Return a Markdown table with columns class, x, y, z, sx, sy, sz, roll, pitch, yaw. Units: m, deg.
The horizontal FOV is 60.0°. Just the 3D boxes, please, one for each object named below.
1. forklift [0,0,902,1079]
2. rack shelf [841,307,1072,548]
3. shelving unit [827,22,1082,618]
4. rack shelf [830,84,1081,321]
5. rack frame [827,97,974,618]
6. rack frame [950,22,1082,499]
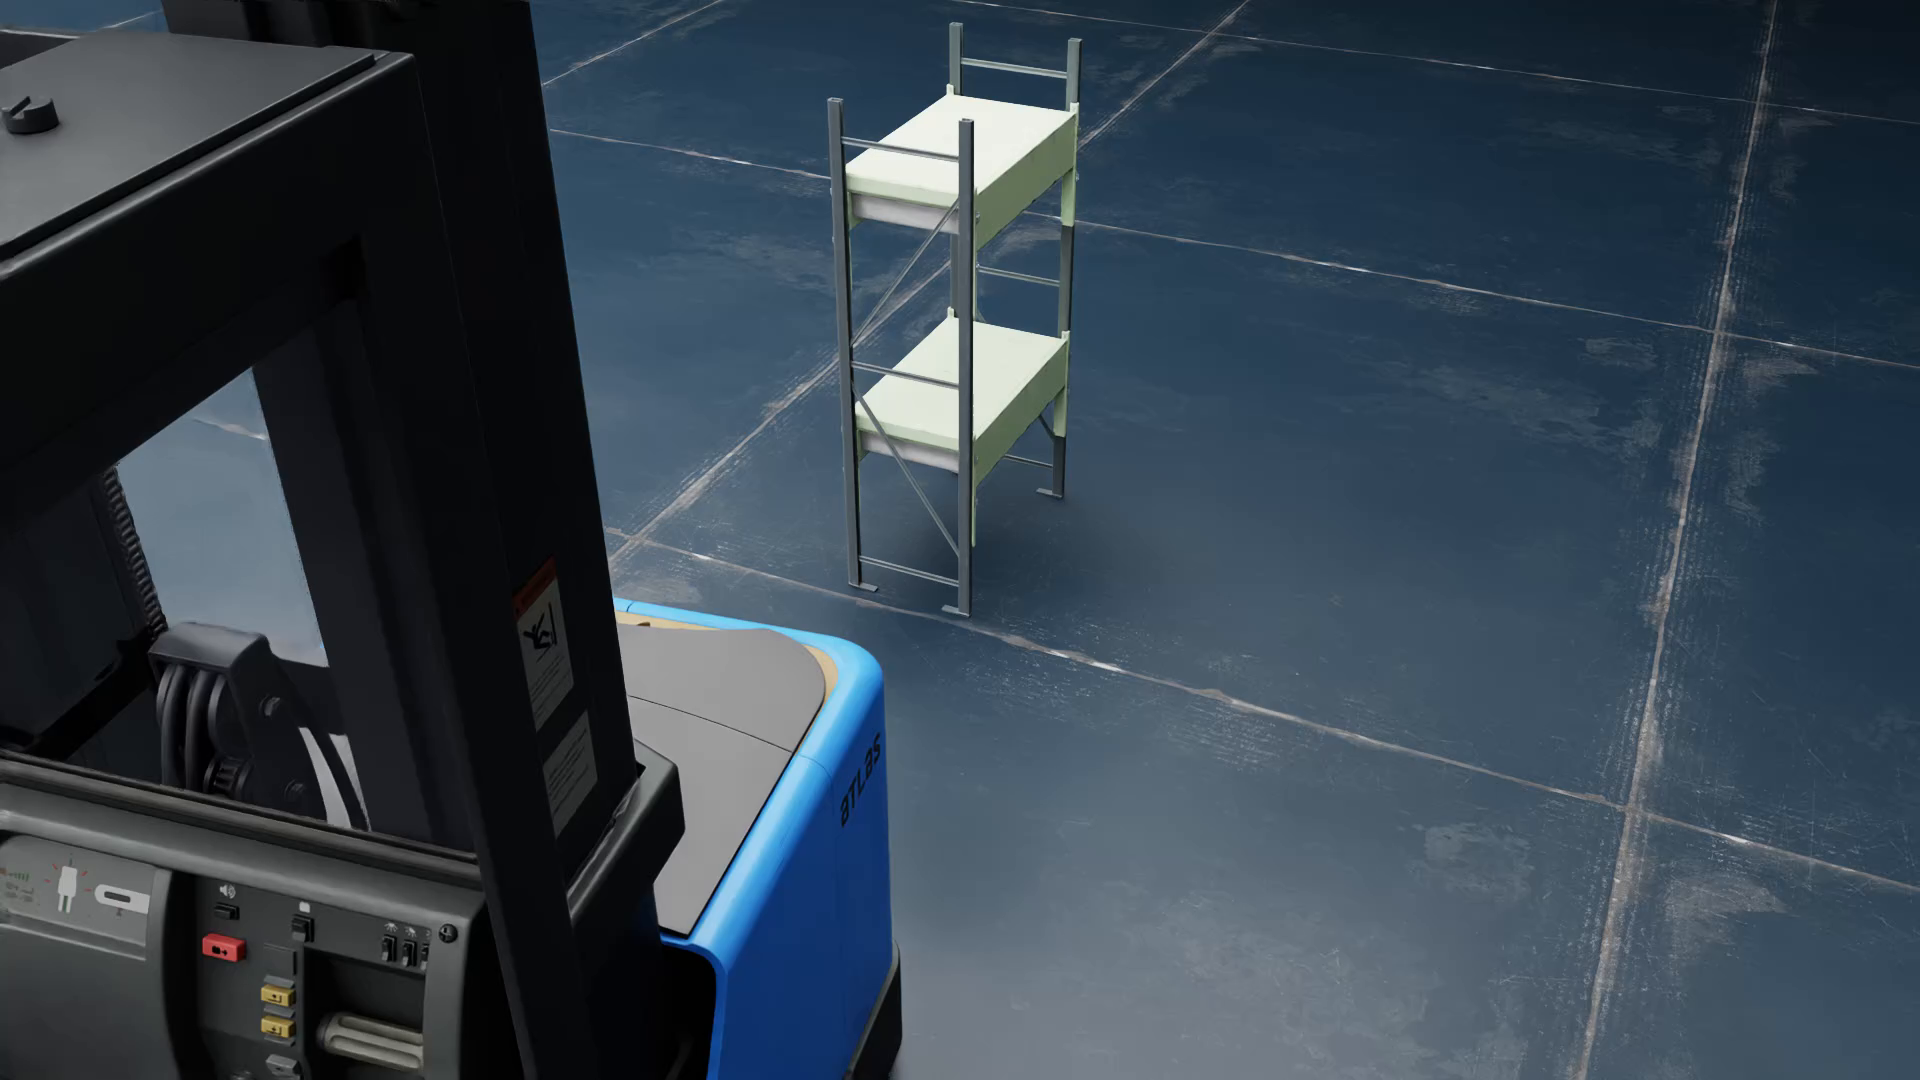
| class | x | y | z | sx | sy | sz | roll | pitch | yaw |
| --- | --- | --- | --- | --- | --- | --- | --- | --- | --- |
| forklift | -1.026 | 0.560 | 1.724 | 1.130 | 2.935 | 3.031 | 9 | 34 | 14 |
| rack shelf | 0.003 | -0.358 | 5.023 | 0.431 | 0.370 | 0.720 | 14 | 36 | 20 |
| shelving unit | 0.003 | -0.631 | 4.844 | 0.431 | 1.500 | 0.755 | 14 | 36 | 20 |
| rack shelf | 0.003 | -0.957 | 4.630 | 0.431 | 0.370 | 0.720 | 14 | 36 | 20 |
| rack frame | -0.150 | -0.448 | 4.566 | 0.400 | 1.500 | 0.023 | 14 | 36 | 20 |
| rack frame | 0.156 | -0.813 | 5.122 | 0.400 | 1.500 | 0.023 | 14 | 36 | 20 |
